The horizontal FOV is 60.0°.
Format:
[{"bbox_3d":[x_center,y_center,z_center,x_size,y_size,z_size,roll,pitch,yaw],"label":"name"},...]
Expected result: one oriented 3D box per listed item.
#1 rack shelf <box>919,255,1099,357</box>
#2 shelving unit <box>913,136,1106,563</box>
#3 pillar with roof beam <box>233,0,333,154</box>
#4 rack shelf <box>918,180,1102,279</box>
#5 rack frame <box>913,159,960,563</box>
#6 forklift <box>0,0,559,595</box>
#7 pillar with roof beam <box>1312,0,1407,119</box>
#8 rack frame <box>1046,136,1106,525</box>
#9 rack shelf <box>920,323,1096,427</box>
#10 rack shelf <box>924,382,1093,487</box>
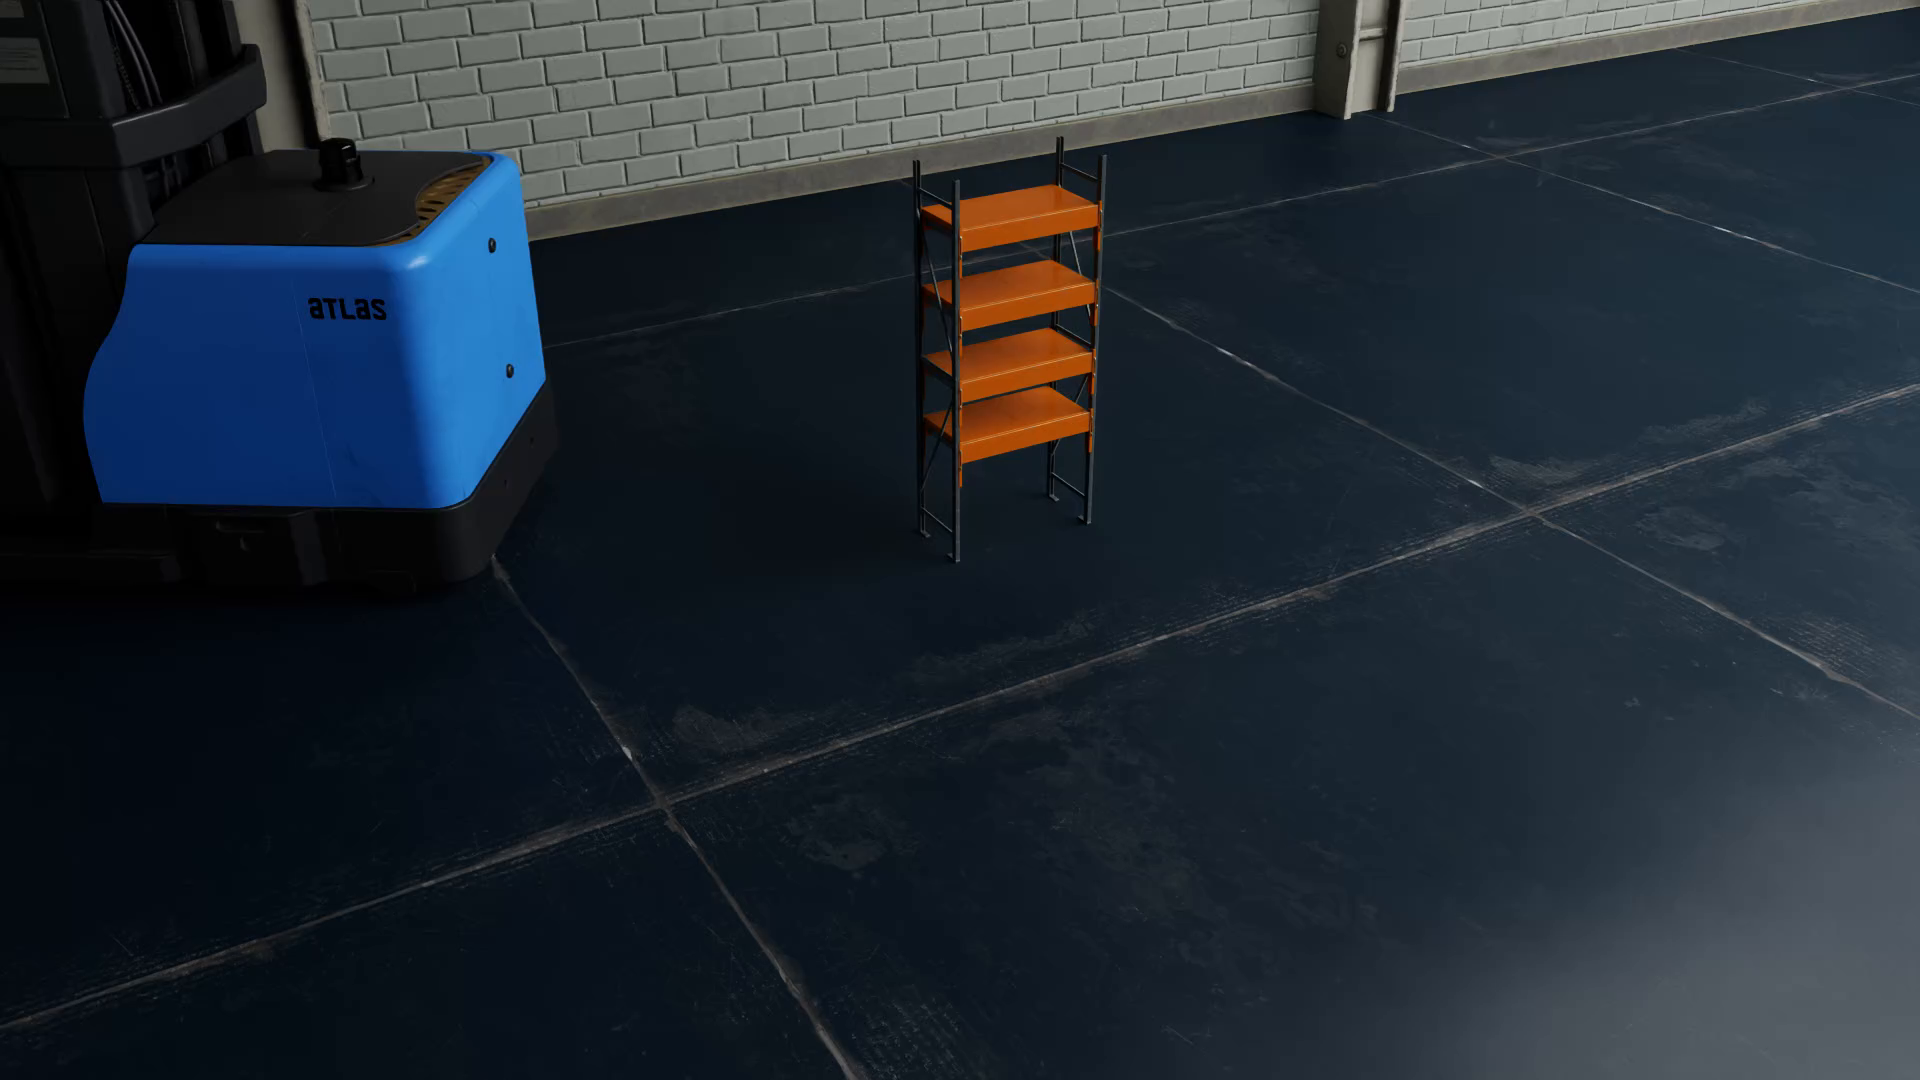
[{"bbox_3d":[0.143,-0.703,4.958,0.480,0.148,0.258,-16,33,-26],"label":"rack shelf"},{"bbox_3d":[0.143,-0.566,5.034,0.503,1.200,0.258,-16,33,-26],"label":"shelving unit"},{"bbox_3d":[-0.663,-3.241,1.809,0.400,9.000,9.100,-16,33,-26],"label":"pillar with roof beam"},{"bbox_3d":[0.143,-0.910,4.844,0.480,0.148,0.258,-16,33,-26],"label":"rack shelf"},{"bbox_3d":[-0.068,-0.506,4.925,0.015,1.200,0.240,-16,33,-26],"label":"rack frame"},{"bbox_3d":[-2.908,-1.374,4.706,3.031,2.935,1.130,1,29,2],"label":"forklift"},{"bbox_3d":[4.510,-4.710,4.470,0.400,9.000,9.100,-16,33,-26],"label":"pillar with roof beam"},{"bbox_3d":[0.353,-0.626,5.142,0.015,1.200,0.240,-16,33,-26],"label":"rack frame"},{"bbox_3d":[0.143,-0.507,5.066,0.480,0.148,0.258,-16,33,-26],"label":"rack shelf"},{"bbox_3d":[0.143,-0.333,5.162,0.480,0.148,0.258,-16,33,-26],"label":"rack shelf"}]
